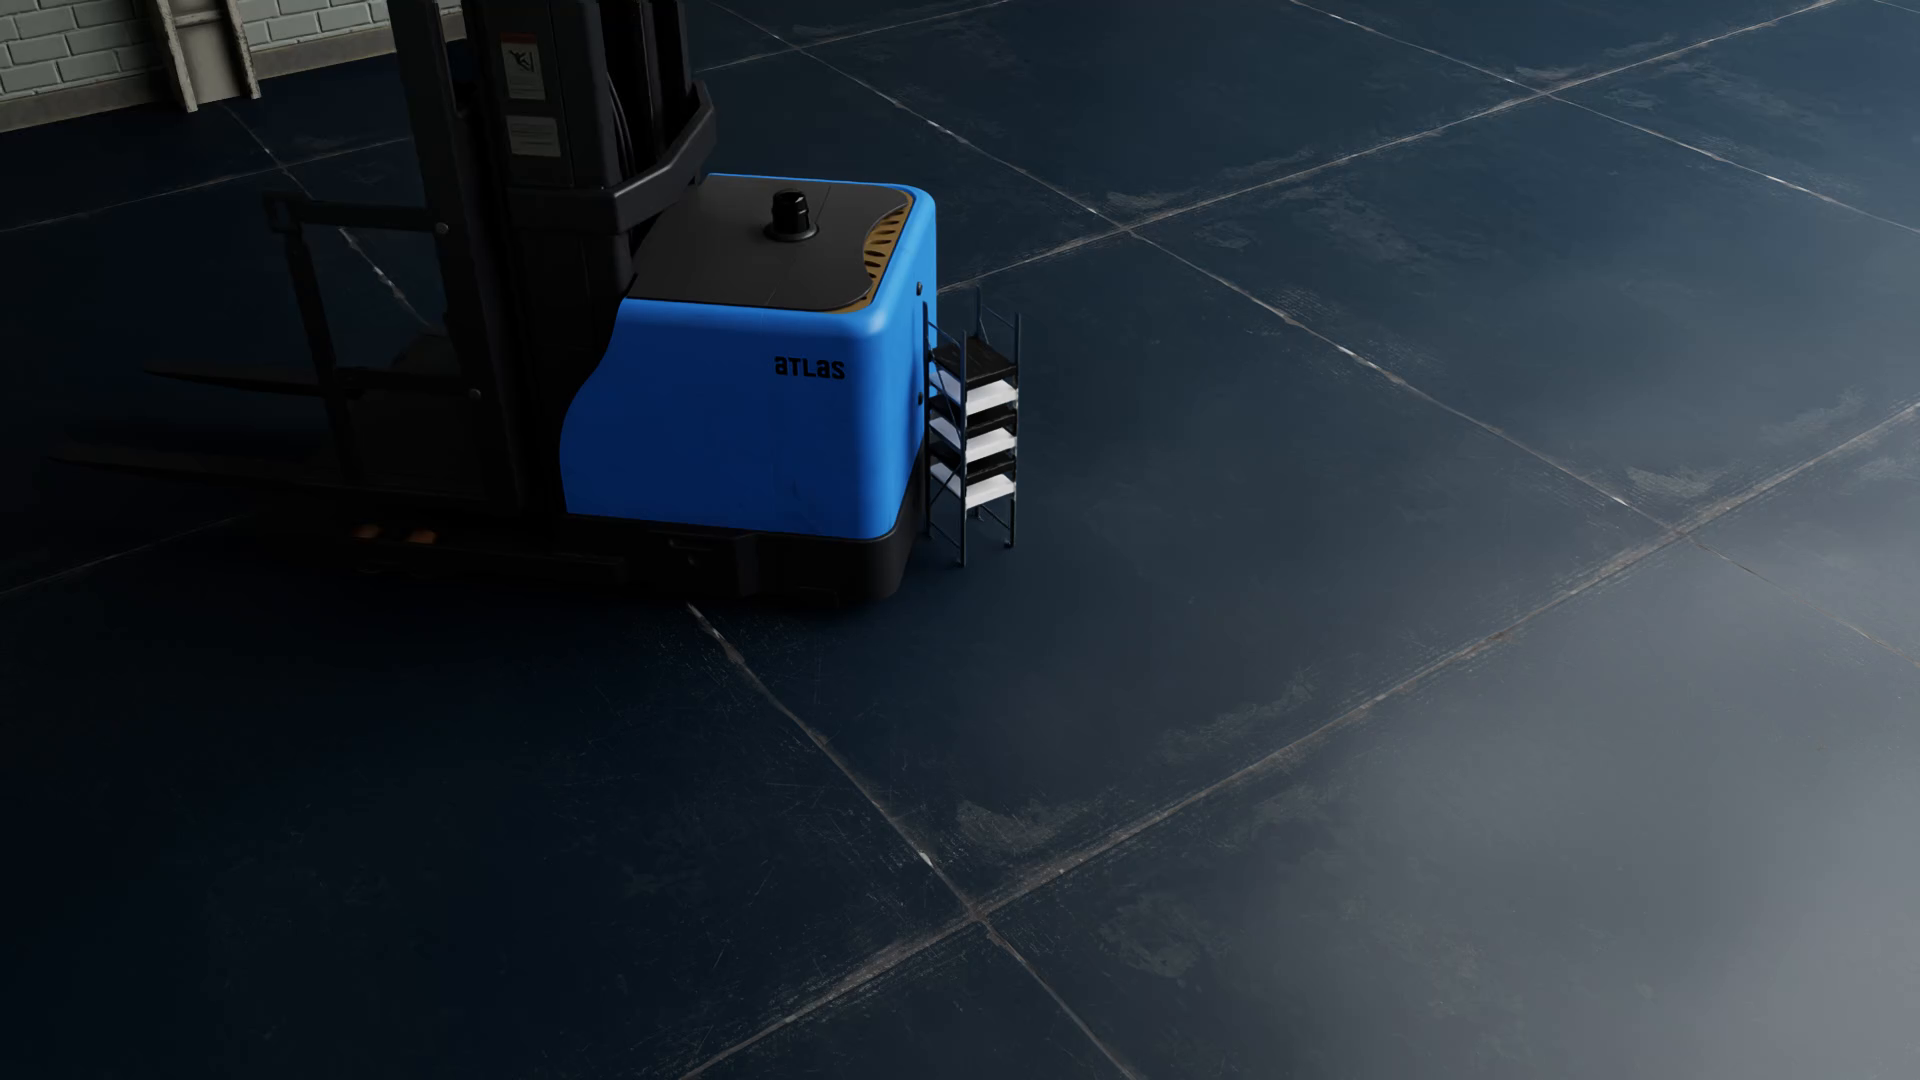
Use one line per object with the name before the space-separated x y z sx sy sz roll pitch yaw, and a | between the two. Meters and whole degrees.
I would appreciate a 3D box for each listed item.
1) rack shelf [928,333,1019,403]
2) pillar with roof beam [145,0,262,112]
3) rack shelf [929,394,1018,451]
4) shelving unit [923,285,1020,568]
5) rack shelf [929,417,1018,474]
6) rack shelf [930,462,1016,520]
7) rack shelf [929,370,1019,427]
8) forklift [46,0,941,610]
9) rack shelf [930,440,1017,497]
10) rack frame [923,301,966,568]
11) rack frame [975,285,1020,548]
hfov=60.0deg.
rack shelf | 0.035 -0.556 5.347 0.200 0.077 0.258 -21 41 -26
pillar with roof beam | -1.606 -4.039 3.658 0.400 9.000 9.100 -22 41 -28
rack shelf | 0.035 -0.410 5.452 0.200 0.077 0.258 -21 41 -26
shelving unit | 0.035 -0.364 5.485 0.210 0.900 0.258 -21 41 -26
rack shelf | 0.035 -0.336 5.504 0.200 0.077 0.258 -21 41 -26
rack shelf | 0.035 -0.190 5.609 0.200 0.077 0.258 -21 41 -26
rack shelf | 0.035 -0.483 5.399 0.200 0.077 0.258 -21 41 -26
forklift | -1.630 -1.358 5.128 3.031 2.935 1.130 5 36 7
rack shelf | 0.035 -0.263 5.557 0.200 0.077 0.258 -21 41 -26
rack frame | -0.050 -0.331 5.440 0.006 0.900 0.240 -21 41 -26
rack frame | 0.120 -0.396 5.530 0.006 0.900 0.240 -21 41 -26
